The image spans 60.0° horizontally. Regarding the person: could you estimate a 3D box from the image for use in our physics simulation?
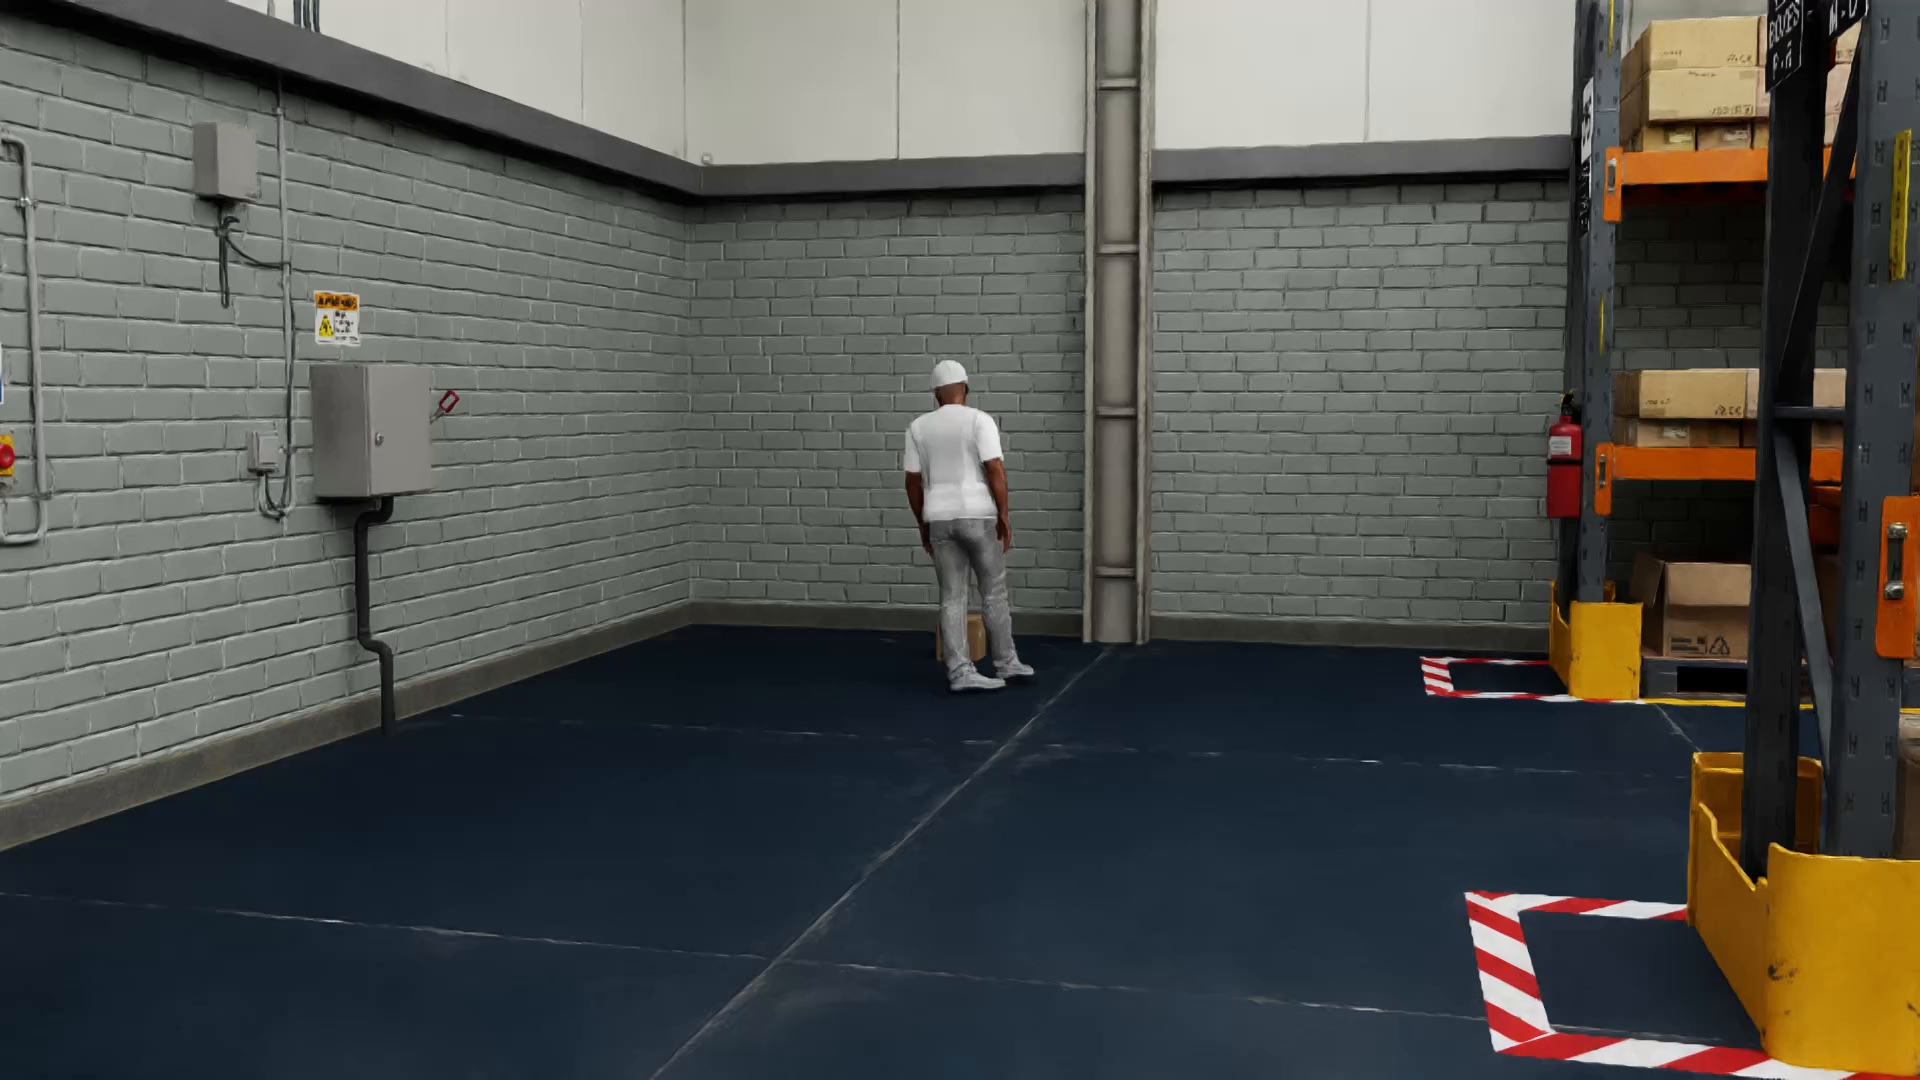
[{"bbox_3d":[0.059,-0.095,8.981,0.667,1.752,0.669,3,5,29],"label":"person"}]
